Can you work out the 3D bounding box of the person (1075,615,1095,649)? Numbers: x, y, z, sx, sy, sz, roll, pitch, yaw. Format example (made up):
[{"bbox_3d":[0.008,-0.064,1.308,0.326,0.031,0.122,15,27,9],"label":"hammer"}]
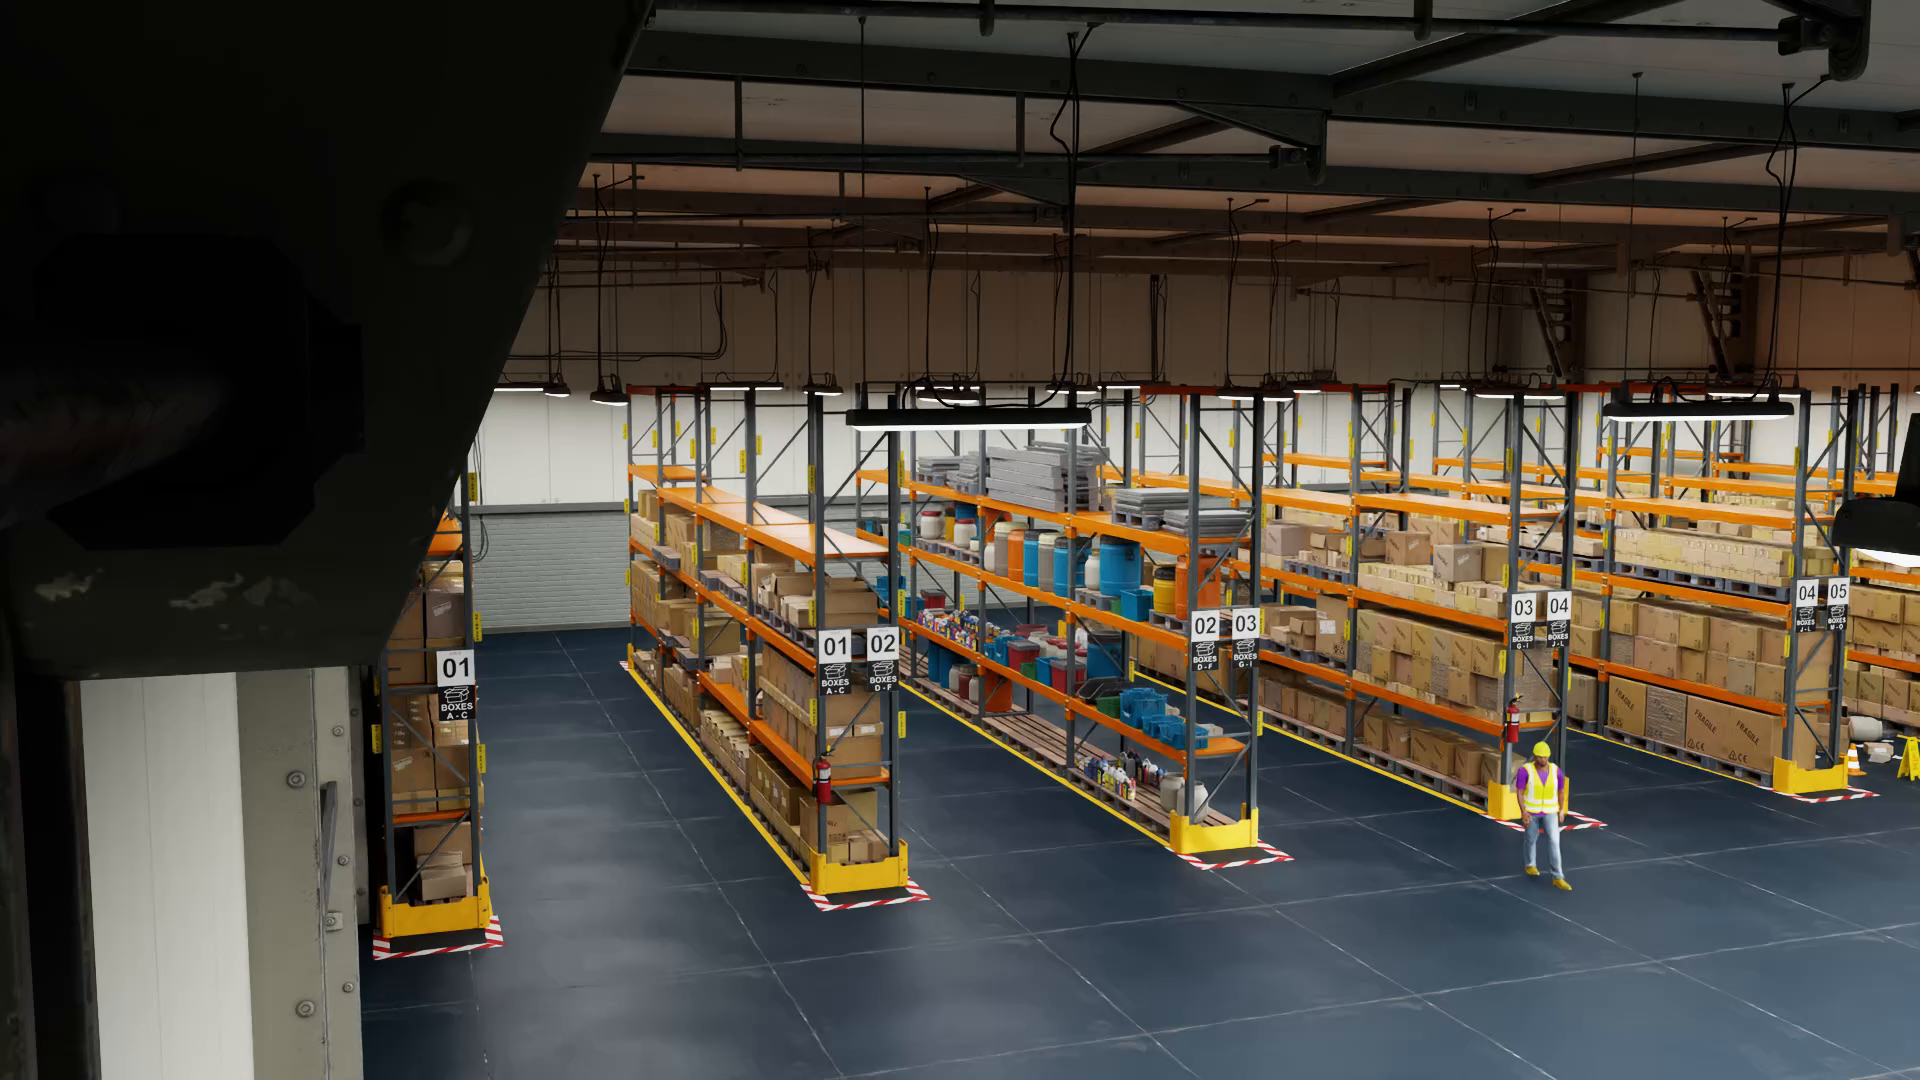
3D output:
[{"bbox_3d":[2.363,2.150,31.006,0.527,1.529,0.591,-1,6,-13],"label":"person"}]

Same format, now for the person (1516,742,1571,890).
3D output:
[{"bbox_3d":[7.137,3.340,20.388,0.608,1.721,0.931,1,6,10],"label":"person"}]
